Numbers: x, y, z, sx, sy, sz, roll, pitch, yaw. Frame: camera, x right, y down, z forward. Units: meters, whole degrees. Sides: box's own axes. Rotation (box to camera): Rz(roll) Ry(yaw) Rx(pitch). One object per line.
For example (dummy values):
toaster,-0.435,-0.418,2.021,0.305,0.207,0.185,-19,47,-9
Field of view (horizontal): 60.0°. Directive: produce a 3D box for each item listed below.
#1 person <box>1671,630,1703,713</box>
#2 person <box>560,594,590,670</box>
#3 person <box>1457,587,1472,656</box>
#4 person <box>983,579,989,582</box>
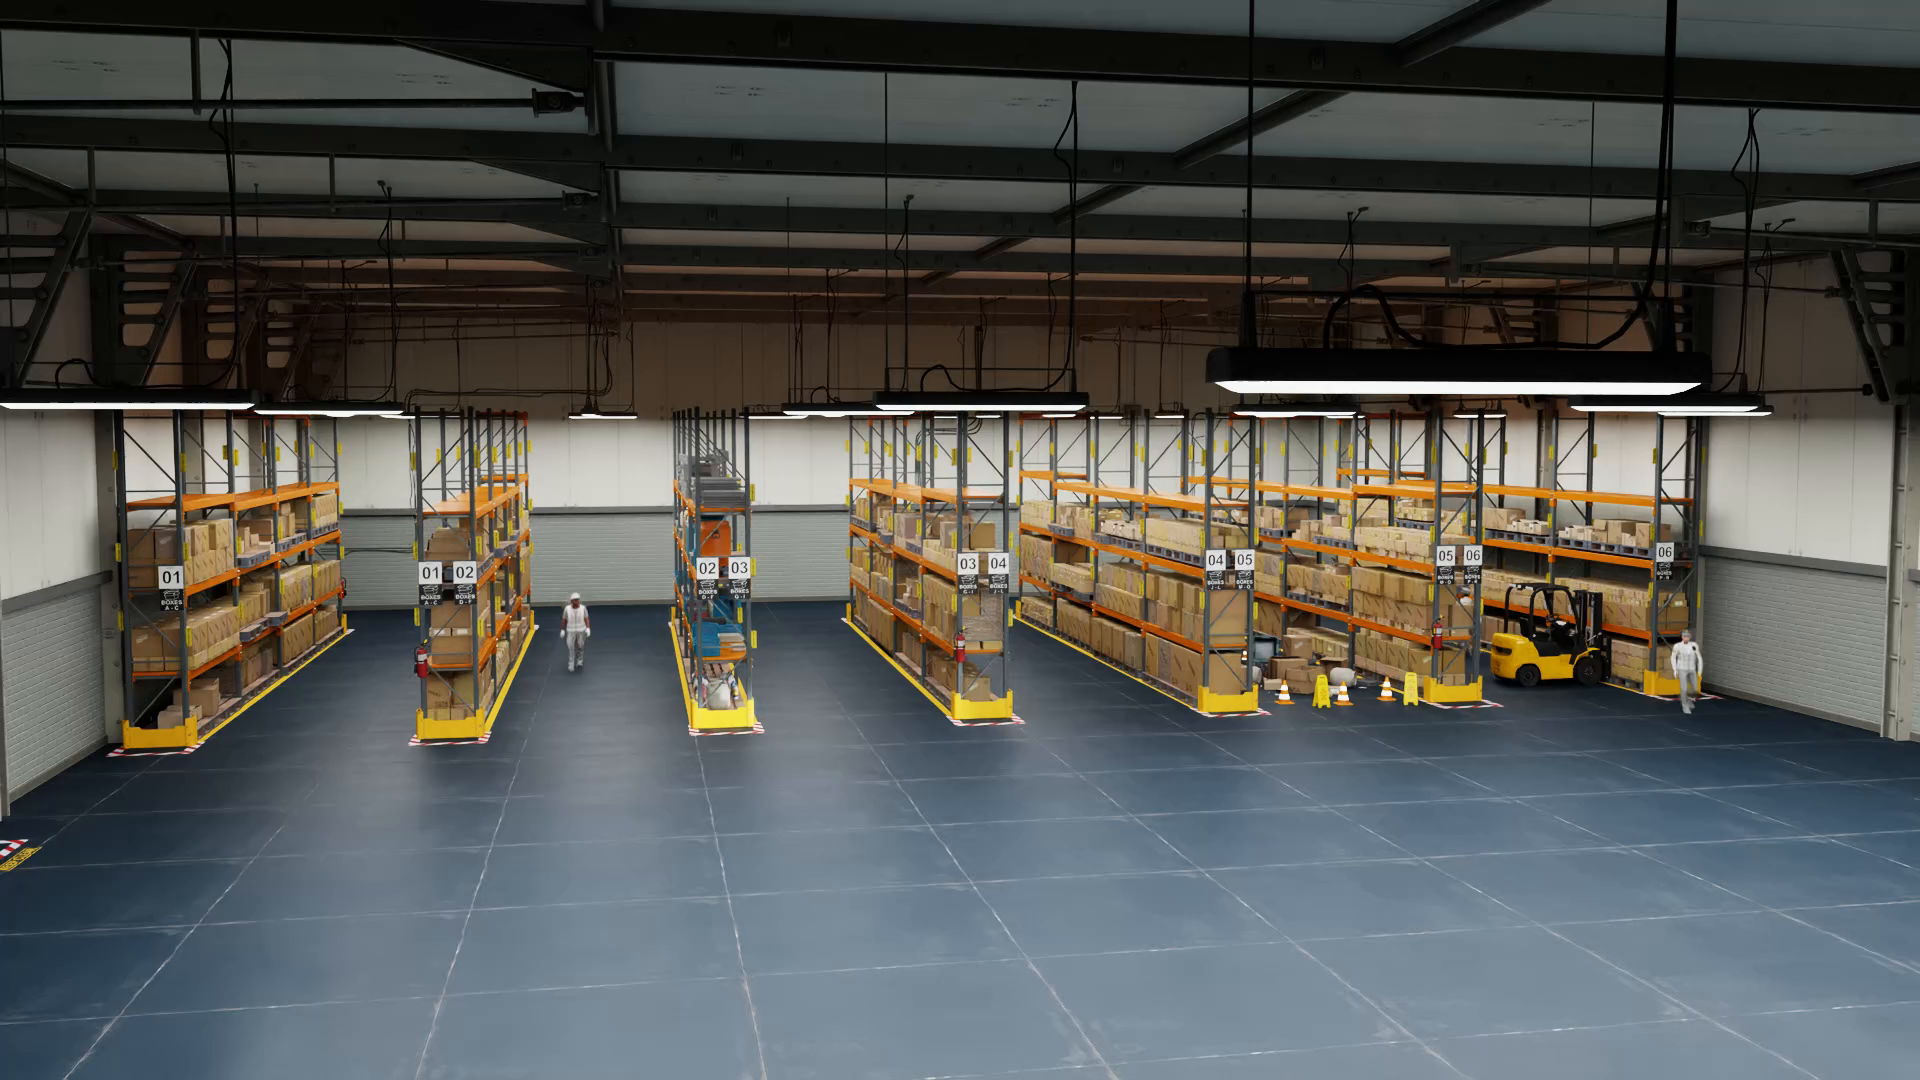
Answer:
person,14.330,2.571,32.819,0.566,1.655,0.497,1,4,7
person,-8.892,2.099,38.401,0.680,1.720,1.039,-1,4,-10
person,12.329,1.999,40.610,0.474,1.693,0.443,-3,5,-37
person,0.836,1.378,48.929,0.540,1.721,1.071,3,5,37
